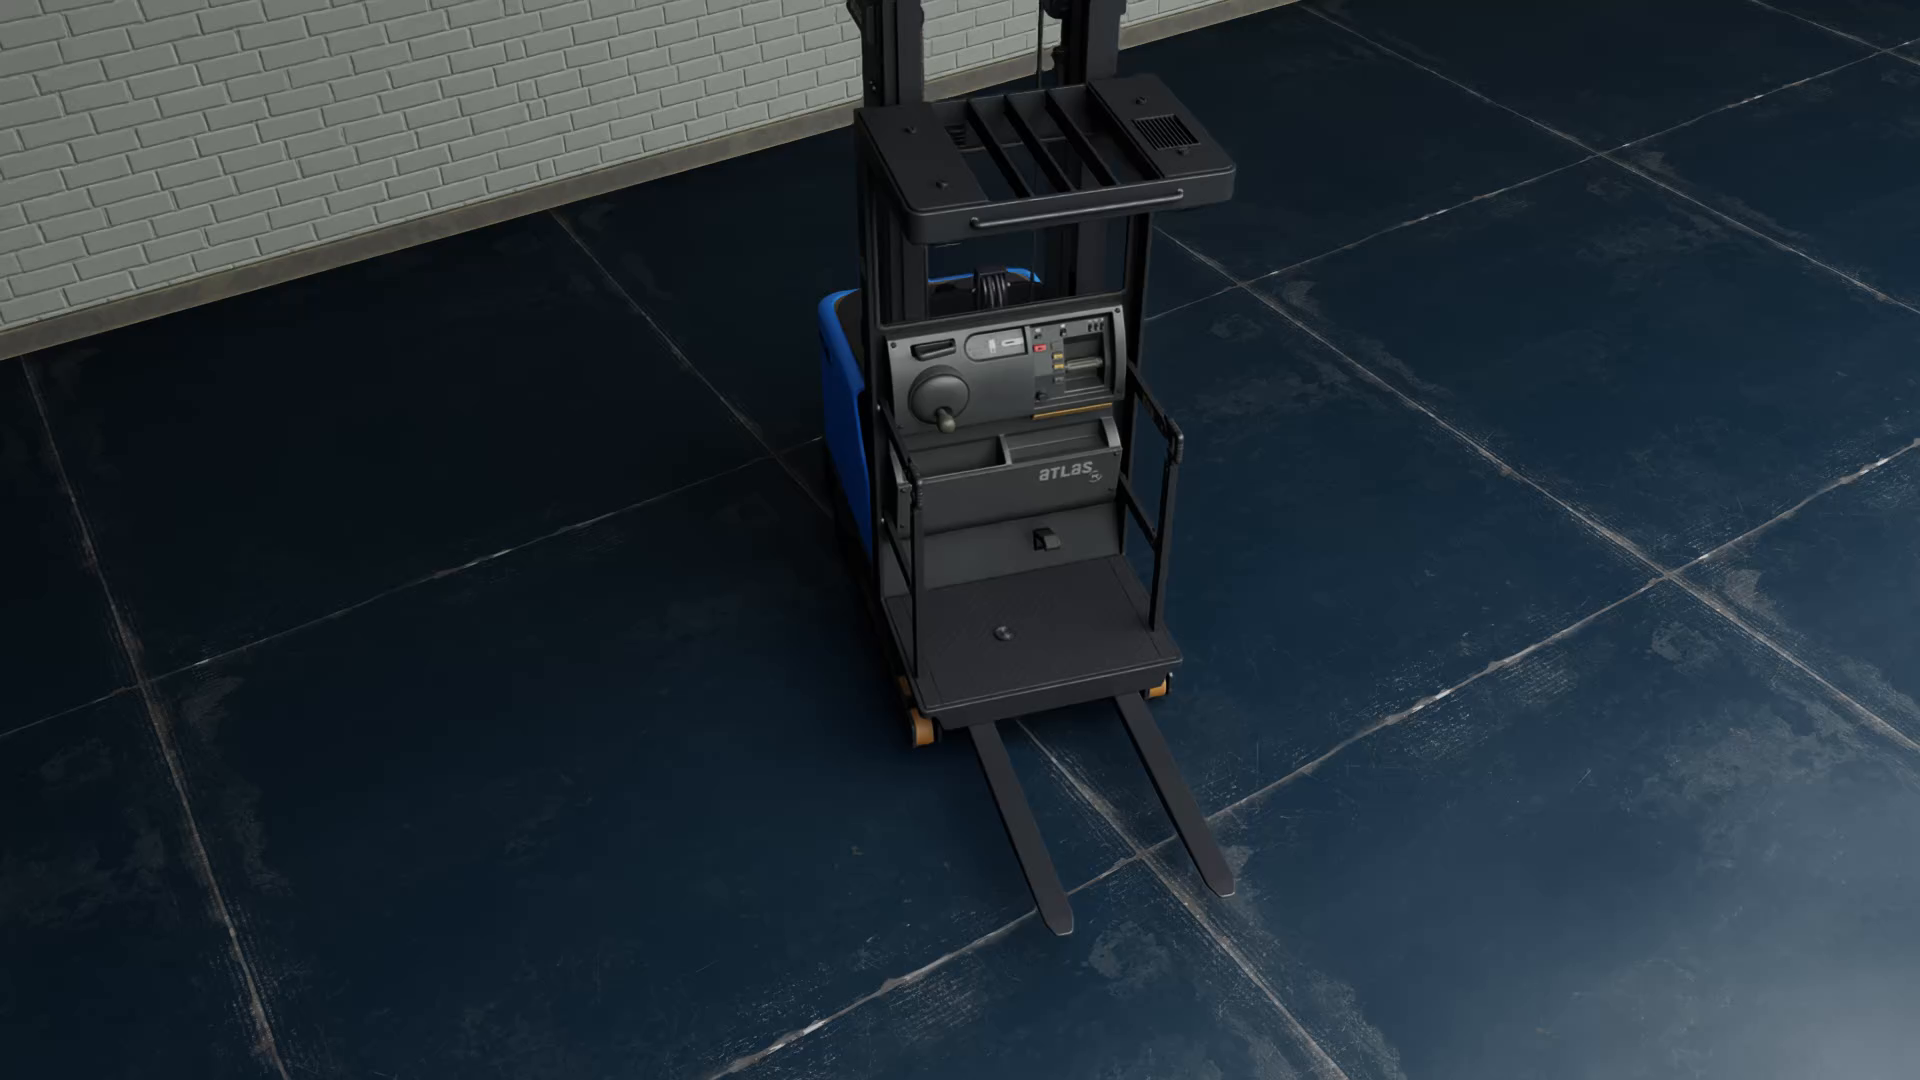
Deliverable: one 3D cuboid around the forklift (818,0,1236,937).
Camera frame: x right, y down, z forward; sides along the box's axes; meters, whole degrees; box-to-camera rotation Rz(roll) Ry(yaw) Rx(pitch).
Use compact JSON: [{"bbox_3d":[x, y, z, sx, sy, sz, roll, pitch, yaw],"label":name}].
[{"bbox_3d":[0.244,-0.573,6.148,1.130,2.935,3.031,-10,41,-12],"label":"forklift"}]
